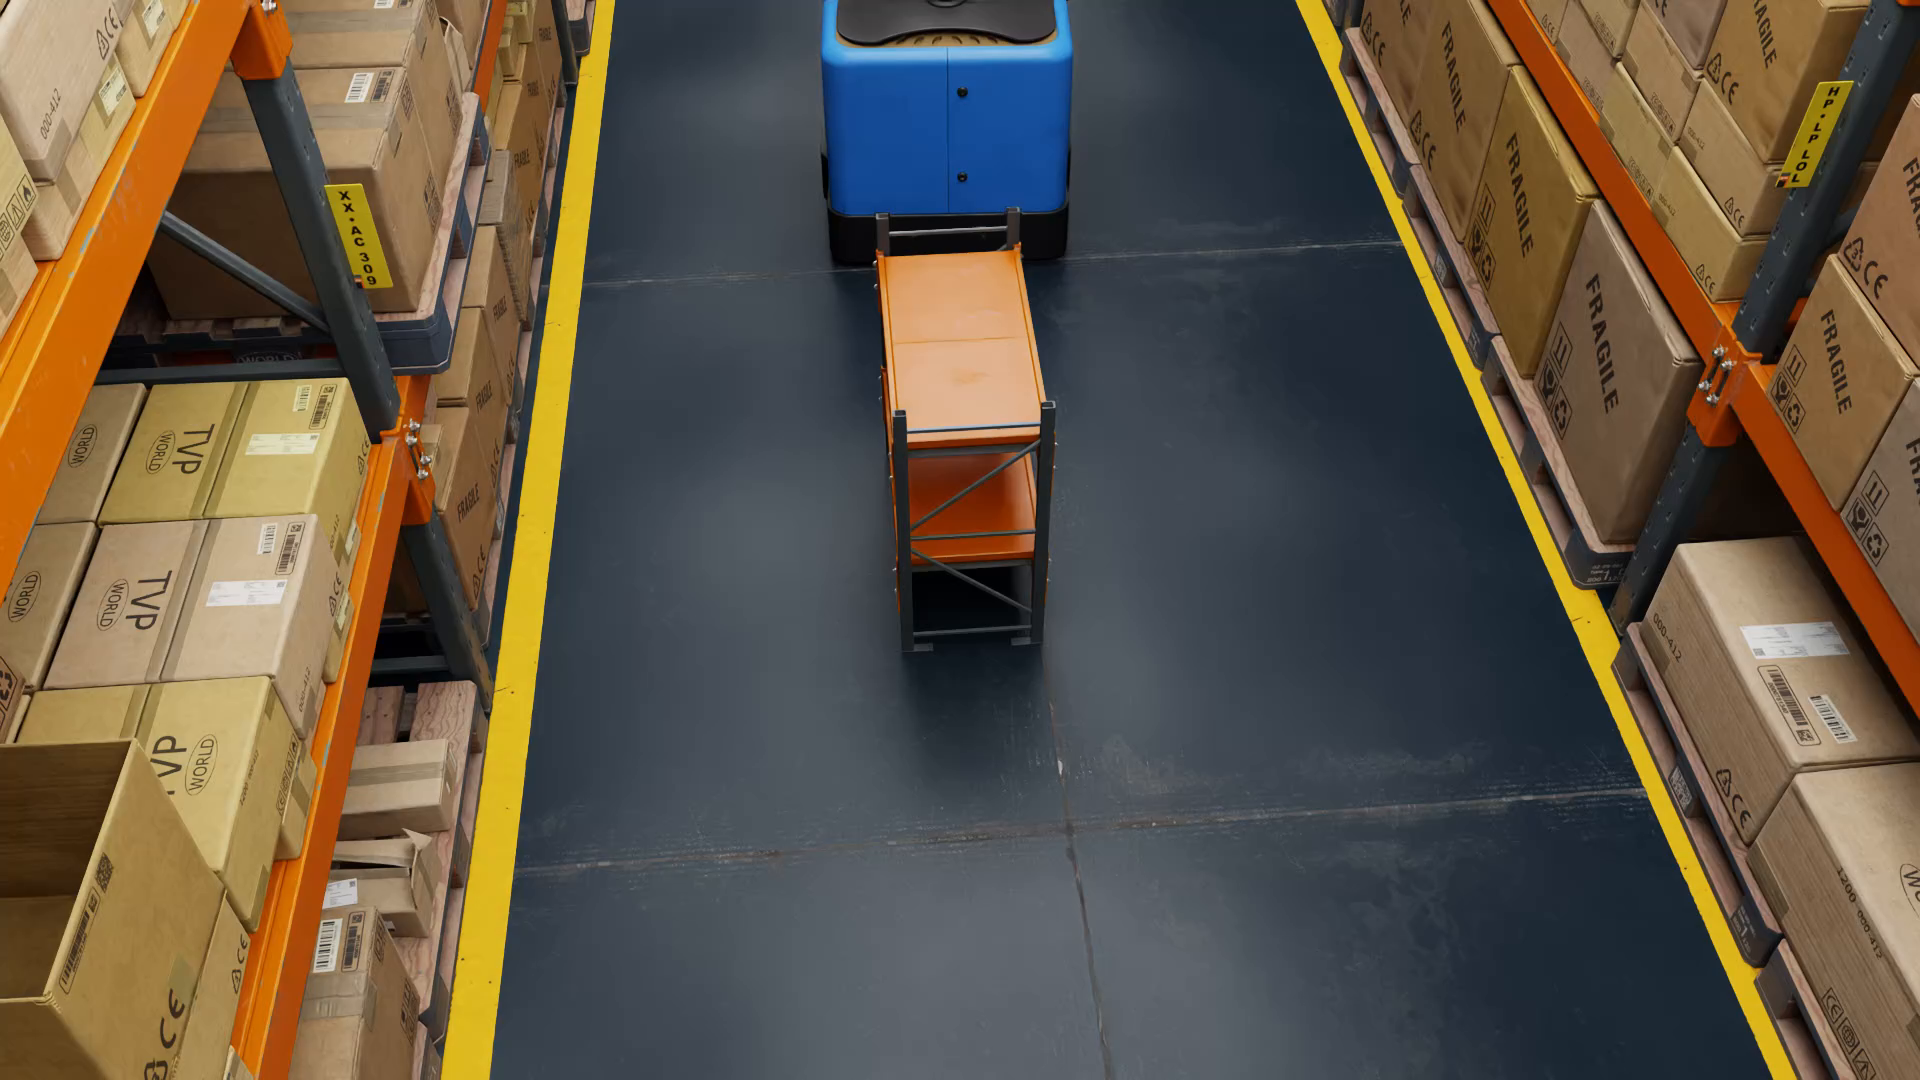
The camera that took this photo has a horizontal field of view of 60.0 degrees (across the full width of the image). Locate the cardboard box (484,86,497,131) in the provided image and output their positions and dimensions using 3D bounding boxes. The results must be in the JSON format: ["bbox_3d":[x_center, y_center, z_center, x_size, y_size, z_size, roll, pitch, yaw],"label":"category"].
[{"bbox_3d":[-2.119,-1.749,6.826,0.380,0.149,0.250,-4,47,-4],"label":"cardboard box"}]

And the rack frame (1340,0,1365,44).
[{"bbox_3d":[2.503,-3.650,7.641,1.000,3.000,0.127,-3,47,-3],"label":"rack frame"}]

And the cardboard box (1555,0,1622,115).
[{"bbox_3d":[2.484,-1.748,5.943,0.500,0.250,0.500,-5,47,-4],"label":"cardboard box"}]

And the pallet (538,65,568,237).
[{"bbox_3d":[-2.418,-1.844,7.851,1.003,0.211,1.213,-3,47,-3],"label":"pallet"}]

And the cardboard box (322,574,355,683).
[{"bbox_3d":[-1.741,0.224,4.145,0.380,0.149,0.250,-2,47,-2],"label":"cardboard box"}]

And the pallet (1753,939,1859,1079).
[{"bbox_3d":[2.929,1.643,4.549,1.003,0.211,1.213,-3,47,-3],"label":"pallet"}]

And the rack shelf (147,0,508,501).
[{"bbox_3d":[-2.276,-1.651,6.243,1.077,0.370,4.000,-3,47,-3],"label":"rack shelf"}]

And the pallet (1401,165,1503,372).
[{"bbox_3d":[2.593,-1.236,7.275,1.003,0.211,1.213,-3,47,-3],"label":"pallet"}]

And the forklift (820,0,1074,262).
[{"bbox_3d":[-0.092,-3.287,7.344,1.130,2.935,3.031,-1,47,-1],"label":"forklift"}]

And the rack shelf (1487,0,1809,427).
[{"bbox_3d":[2.670,-1.956,6.532,1.077,0.370,4.000,-3,47,-3],"label":"rack shelf"}]

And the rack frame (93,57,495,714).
[{"bbox_3d":[-2.108,-0.452,4.612,1.000,3.000,0.127,-3,47,-3],"label":"rack frame"}]

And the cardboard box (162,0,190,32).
[{"bbox_3d":[-1.784,-1.155,3.385,0.380,0.149,0.250,-4,47,-4],"label":"cardboard box"}]

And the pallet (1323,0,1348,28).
[{"bbox_3d":[2.439,-3.257,9.189,1.003,0.211,1.213,-3,47,-3],"label":"pallet"}]

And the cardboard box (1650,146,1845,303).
[{"bbox_3d":[2.549,-1.014,5.247,0.500,0.250,0.500,-4,47,-4],"label":"cardboard box"}]

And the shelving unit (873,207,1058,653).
[{"bbox_3d":[0.001,-0.382,5.837,0.538,1.125,1.048,-3,47,-3],"label":"shelving unit"}]

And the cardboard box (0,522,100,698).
[{"bbox_3d":[-2.287,0.235,3.860,0.500,0.250,0.500,-4,47,-4],"label":"cardboard box"}]

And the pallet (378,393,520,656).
[{"bbox_3d":[-2.214,-0.079,6.179,1.003,0.211,1.213,-3,47,-3],"label":"pallet"}]

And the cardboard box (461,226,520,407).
[{"bbox_3d":[-2.016,-0.846,6.418,0.500,0.500,0.500,-5,47,-4],"label":"cardboard box"}]

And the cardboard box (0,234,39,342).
[{"bbox_3d":[-1.743,-0.409,2.679,0.380,0.149,0.250,-2,47,-2],"label":"cardboard box"}]

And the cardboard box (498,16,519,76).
[{"bbox_3d":[-2.117,-2.123,7.180,0.380,0.149,0.250,-5,47,-5],"label":"cardboard box"}]

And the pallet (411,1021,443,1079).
[{"bbox_3d":[-1.946,1.889,4.316,1.003,0.211,1.213,-3,47,-3],"label":"pallet"}]

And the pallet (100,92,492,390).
[{"bbox_3d":[-2.066,-0.970,5.235,1.003,0.211,1.213,-3,47,-3],"label":"pallet"}]

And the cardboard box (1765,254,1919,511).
[{"bbox_3d":[2.616,-0.435,4.527,0.500,0.500,0.500,-2,47,-2],"label":"cardboard box"}]

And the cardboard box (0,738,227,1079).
[{"bbox_3d":[-1.669,0.704,2.899,0.500,0.500,0.500,-2,47,-2],"label":"cardboard box"}]

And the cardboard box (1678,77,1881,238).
[{"bbox_3d":[2.559,-1.180,5.061,0.500,0.250,0.500,-4,47,-3],"label":"cardboard box"}]

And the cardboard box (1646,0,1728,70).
[{"bbox_3d":[2.500,-1.816,5.146,0.500,0.500,0.500,-3,47,-3],"label":"cardboard box"}]

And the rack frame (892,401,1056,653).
[{"bbox_3d":[0.043,-0.014,5.489,0.500,1.125,0.032,-3,47,-3],"label":"rack frame"}]

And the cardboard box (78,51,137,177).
[{"bbox_3d":[-1.753,-0.782,3.032,0.380,0.149,0.250,-2,47,-2],"label":"cardboard box"}]

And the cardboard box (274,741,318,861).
[{"bbox_3d":[-1.696,0.598,3.790,0.380,0.149,0.250,-4,47,-4],"label":"cardboard box"}]

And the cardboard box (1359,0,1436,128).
[{"bbox_3d":[2.478,-2.559,7.782,0.875,0.875,0.875,-4,47,-4],"label":"cardboard box"}]

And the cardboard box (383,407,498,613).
[{"bbox_3d":[-1.924,-0.100,5.711,0.500,0.500,0.500,-2,47,-2],"label":"cardboard box"}]

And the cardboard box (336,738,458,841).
[{"bbox_3d":[-1.769,0.770,5.129,0.380,0.149,0.250,-5,47,-4],"label":"cardboard box"}]

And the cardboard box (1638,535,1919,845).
[{"bbox_3d":[2.783,0.441,5.241,0.875,0.438,0.875,-4,47,-4],"label":"cardboard box"}]

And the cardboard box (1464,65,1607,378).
[{"bbox_3d":[2.623,-1.267,6.558,0.875,0.875,0.875,-2,47,-2],"label":"cardboard box"}]

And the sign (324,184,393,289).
[{"bbox_3d":[-1.568,-0.788,4.334,0.100,0.325,0.005,-3,47,-3],"label":"sign"}]

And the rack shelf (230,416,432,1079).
[{"bbox_3d":[-1.941,1.243,3.502,1.077,0.370,4.000,-3,47,-3],"label":"rack shelf"}]

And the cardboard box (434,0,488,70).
[{"bbox_3d":[-2.035,-1.936,5.660,0.700,0.500,0.500,-4,47,-3],"label":"cardboard box"}]

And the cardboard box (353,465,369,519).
[{"bbox_3d":[-1.830,-0.150,4.499,0.380,0.149,0.250,-3,47,-3],"label":"cardboard box"}]

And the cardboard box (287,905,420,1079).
[{"bbox_3d":[-1.850,1.337,4.350,0.700,0.500,0.500,-5,47,-5],"label":"cardboard box"}]

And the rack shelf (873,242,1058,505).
[{"bbox_3d":[0.001,-0.583,5.624,0.538,0.278,1.000,-3,47,-3],"label":"rack shelf"}]

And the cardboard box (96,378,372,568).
[{"bbox_3d":[-1.822,-0.149,4.223,0.500,0.250,0.500,-2,47,-2],"label":"cardboard box"}]

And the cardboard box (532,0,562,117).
[{"bbox_3d":[-2.193,-2.338,7.830,0.500,0.500,0.500,-2,47,-2],"label":"cardboard box"}]

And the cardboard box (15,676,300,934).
[{"bbox_3d":[-1.737,0.575,3.538,0.500,0.250,0.500,-4,47,-4],"label":"cardboard box"}]

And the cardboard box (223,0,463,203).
[{"bbox_3d":[-1.969,-1.369,5.122,0.700,0.500,0.500,-3,47,-3],"label":"cardboard box"}]

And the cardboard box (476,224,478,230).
[{"bbox_3d":[-2.045,-1.176,6.284,0.380,0.149,0.250,-2,47,-2],"label":"cardboard box"}]

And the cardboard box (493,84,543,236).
[{"bbox_3d":[-2.115,-1.596,7.128,0.500,0.500,0.500,-2,47,-2],"label":"cardboard box"}]

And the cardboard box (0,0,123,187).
[{"bbox_3d":[-1.764,-0.824,2.797,0.500,0.250,0.500,-5,47,-5],"label":"cardboard box"}]

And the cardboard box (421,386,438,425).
[{"bbox_3d":[-1.973,-0.431,5.578,0.380,0.149,0.250,-5,47,-4],"label":"cardboard box"}]

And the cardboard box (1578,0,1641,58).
[{"bbox_3d":[2.460,-1.916,5.758,0.500,0.250,0.500,-2,47,-2],"label":"cardboard box"}]
